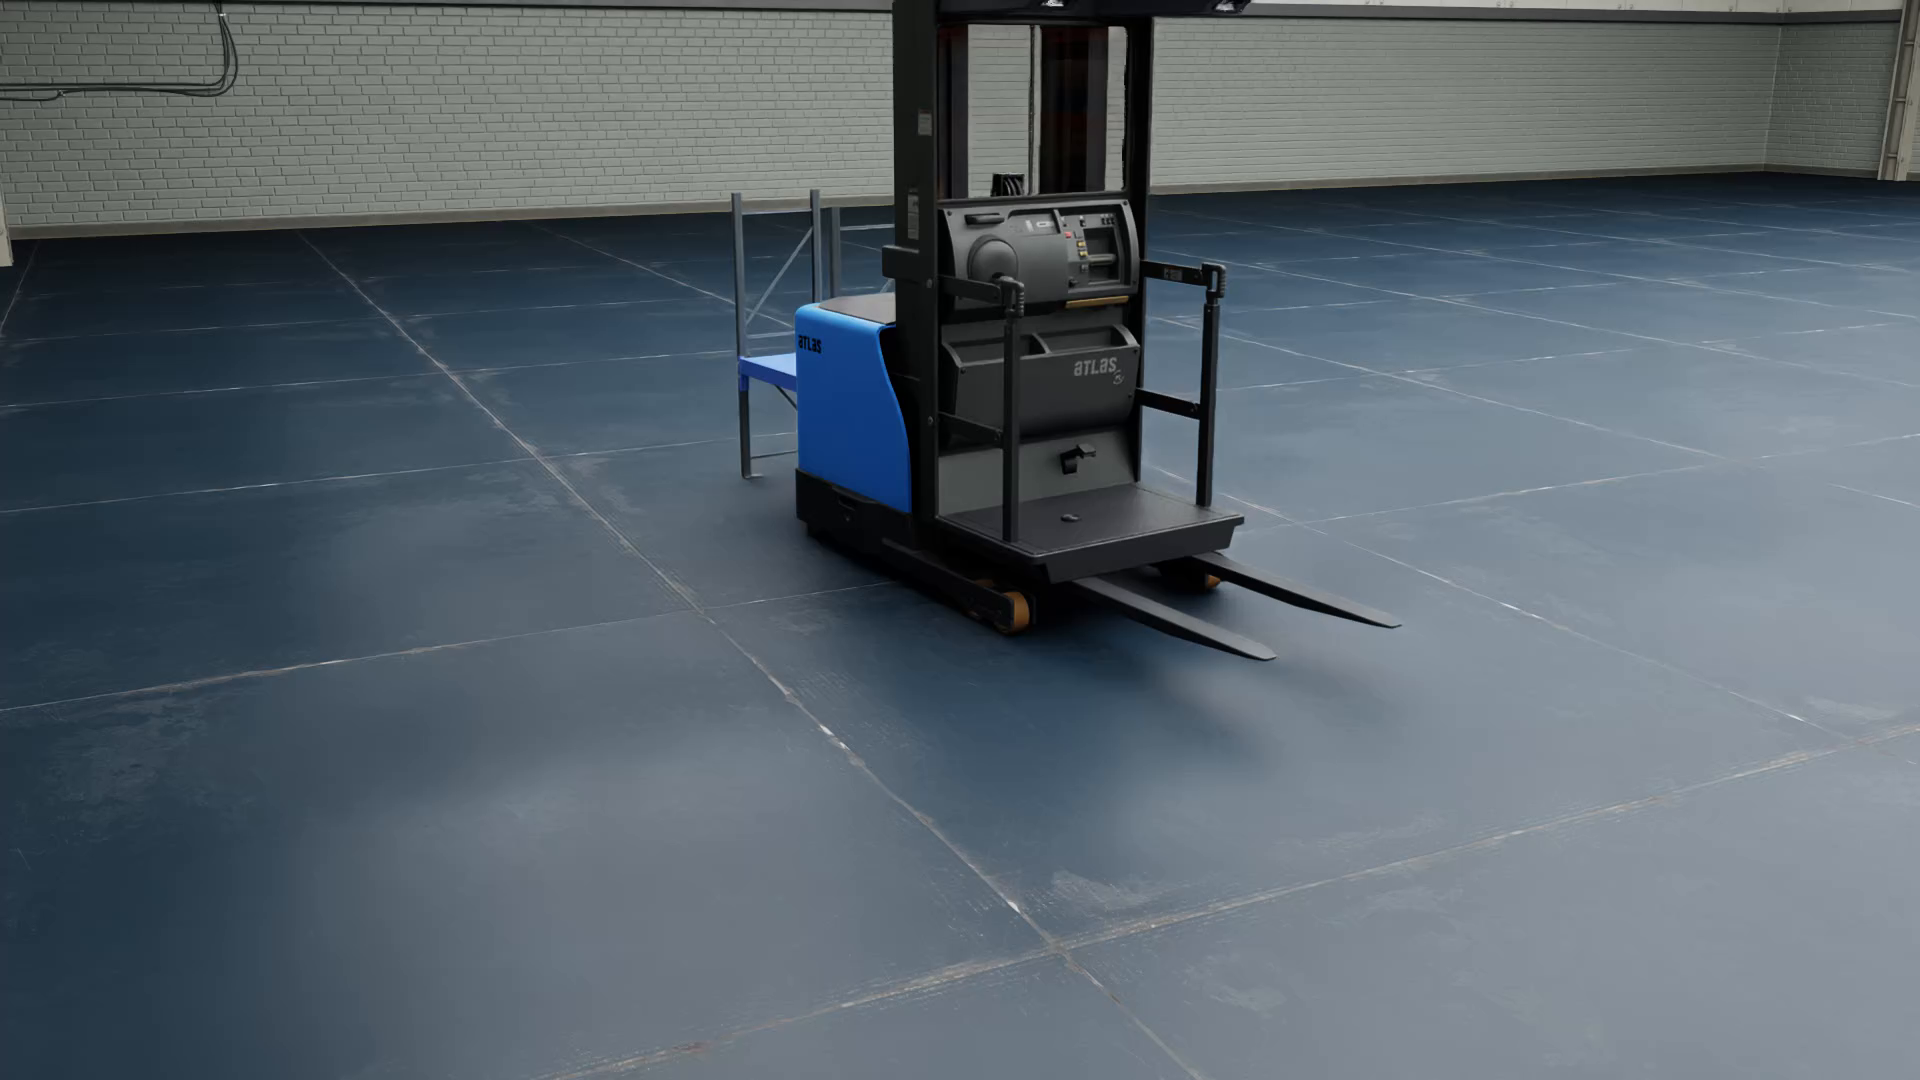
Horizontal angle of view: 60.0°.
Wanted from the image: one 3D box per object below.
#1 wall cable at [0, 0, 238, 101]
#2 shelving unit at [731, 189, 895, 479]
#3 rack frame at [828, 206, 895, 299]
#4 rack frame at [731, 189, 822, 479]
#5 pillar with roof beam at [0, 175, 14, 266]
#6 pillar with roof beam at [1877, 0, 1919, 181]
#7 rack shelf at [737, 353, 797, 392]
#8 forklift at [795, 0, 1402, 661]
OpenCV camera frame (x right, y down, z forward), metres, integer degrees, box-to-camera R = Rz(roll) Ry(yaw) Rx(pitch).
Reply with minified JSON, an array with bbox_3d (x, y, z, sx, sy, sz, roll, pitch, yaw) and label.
[{"bbox_3d":[-10.715,-6.758,20.615,3.097,2.526,0.112,-8,18,-25],"label":"wall cable"},{"bbox_3d":[-0.673,-0.973,8.423,0.538,1.500,1.048,-10,19,-32],"label":"shelving unit"},{"bbox_3d":[-0.392,-0.856,8.016,0.500,1.500,0.032,-10,19,-32],"label":"rack frame"},{"bbox_3d":[-0.954,-1.090,8.831,0.500,1.500,0.032,-10,19,-32],"label":"rack frame"},{"bbox_3d":[-6.743,-7.880,18.897,9.100,9.000,0.400,-8,18,-25],"label":"pillar with roof beam"},{"bbox_3d":[13.834,-10.646,28.536,9.100,9.000,0.400,-8,18,-25],"label":"pillar with roof beam"},{"bbox_3d":[-0.673,-0.800,8.473,0.538,0.185,1.000,-10,19,-32],"label":"rack shelf"},{"bbox_3d":[0.459,-1.193,6.595,1.130,2.935,3.031,-10,19,-32],"label":"forklift"}]
